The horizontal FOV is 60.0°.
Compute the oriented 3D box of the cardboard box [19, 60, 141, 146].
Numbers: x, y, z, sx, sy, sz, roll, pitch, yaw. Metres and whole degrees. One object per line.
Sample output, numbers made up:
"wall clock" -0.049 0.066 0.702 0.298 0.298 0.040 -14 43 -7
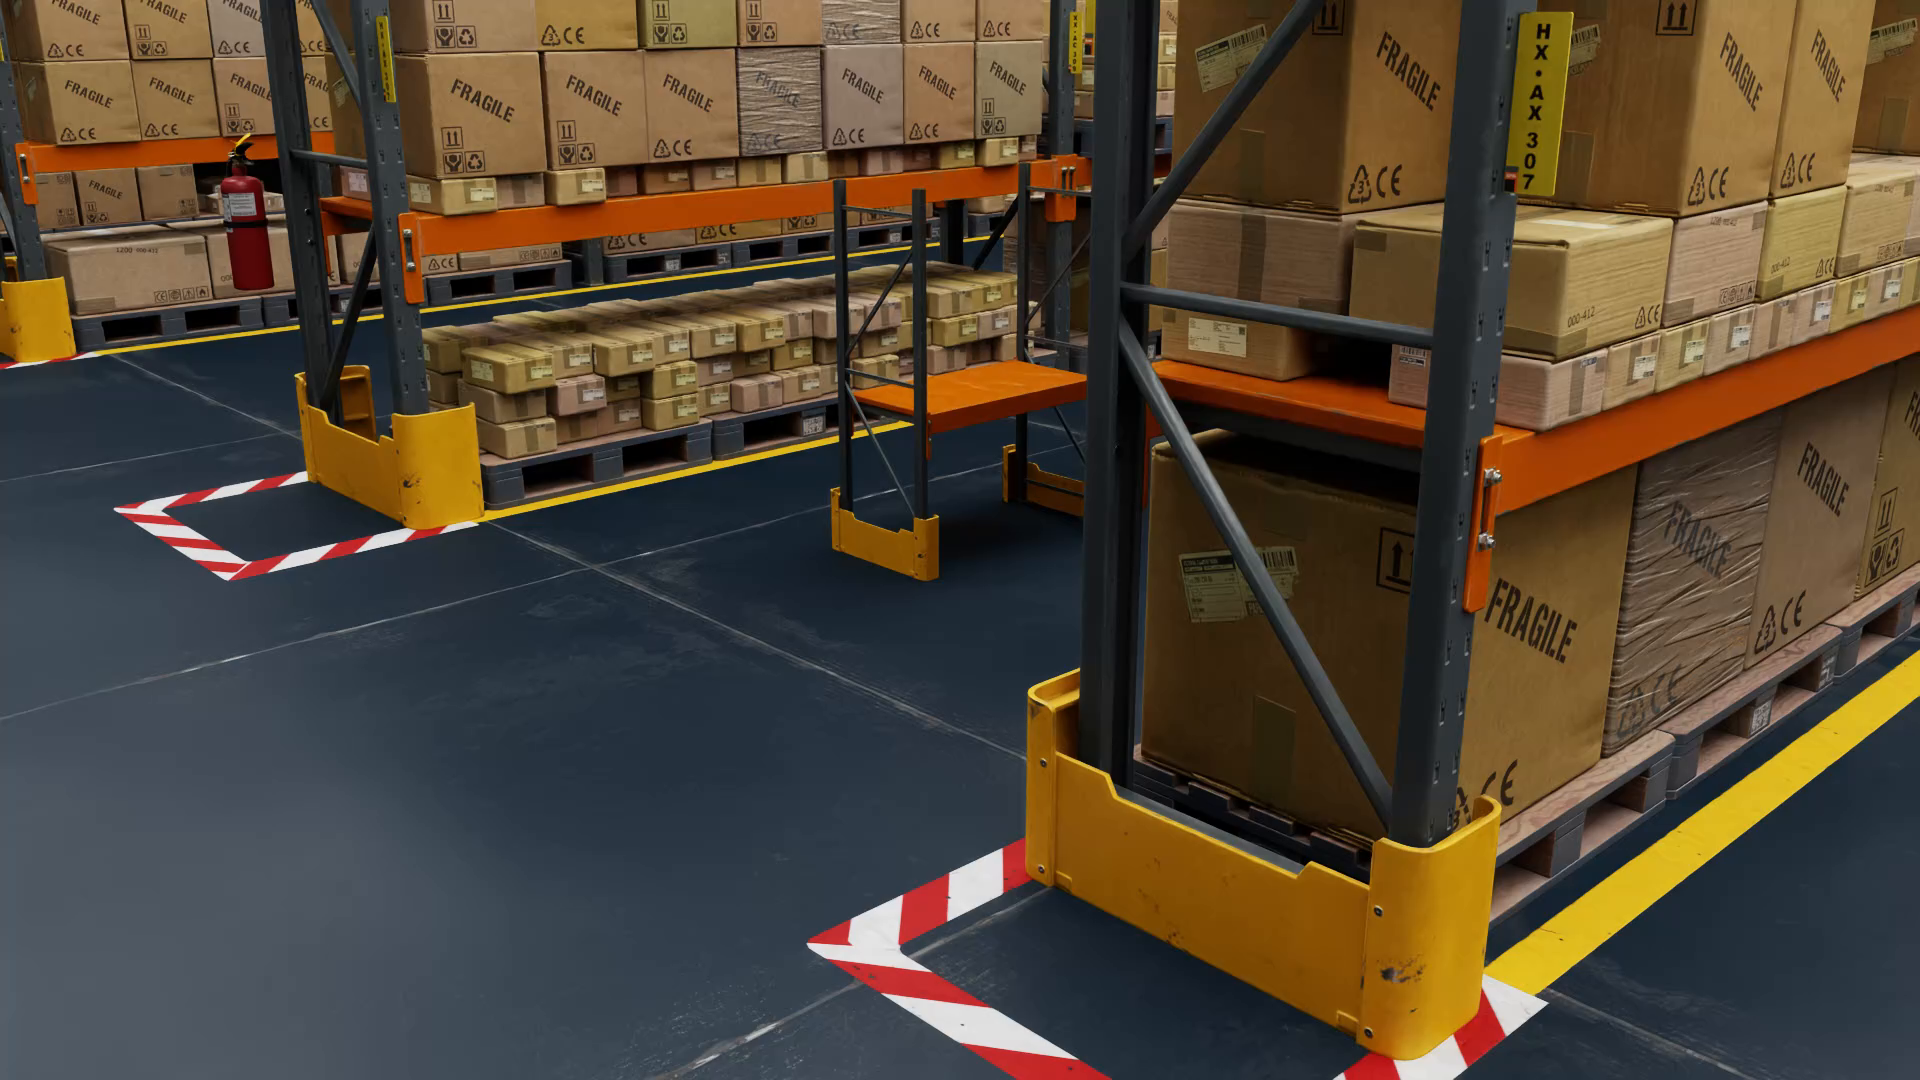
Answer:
"cardboard box" -5.575 -2.784 10.546 0.500 0.500 0.500 -17 24 -41

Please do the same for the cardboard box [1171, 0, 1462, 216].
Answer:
"cardboard box" 0.861 -1.067 3.958 0.500 0.500 0.500 -16 24 -40

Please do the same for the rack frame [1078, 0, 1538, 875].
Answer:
"rack frame" 0.687 -0.478 3.596 0.127 3.000 1.000 -16 24 -41

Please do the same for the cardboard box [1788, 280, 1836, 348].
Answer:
"cardboard box" 2.104 -0.633 4.481 0.250 0.149 0.380 -17 24 -41

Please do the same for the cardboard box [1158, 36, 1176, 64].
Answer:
"cardboard box" 1.060 -2.863 9.713 0.250 0.149 0.380 -15 23 -39

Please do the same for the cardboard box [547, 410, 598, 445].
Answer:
"cardboard box" -1.913 -0.568 7.814 0.250 0.149 0.380 -16 24 -41

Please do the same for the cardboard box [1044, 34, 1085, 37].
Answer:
"cardboard box" 0.612 -3.008 10.160 0.380 0.149 0.250 17 25 42

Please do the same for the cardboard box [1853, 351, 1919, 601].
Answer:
"cardboard box" 3.059 -0.393 6.097 0.875 0.875 0.875 -16 24 -41

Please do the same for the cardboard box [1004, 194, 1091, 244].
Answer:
"cardboard box" 0.627 -2.041 10.571 0.500 0.250 0.500 -17 25 -42

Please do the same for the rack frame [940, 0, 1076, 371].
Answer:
"rack frame" 0.259 -2.459 9.704 0.127 3.000 1.000 -16 24 -41

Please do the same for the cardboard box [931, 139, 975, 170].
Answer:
"cardboard box" -0.135 -2.104 9.018 0.250 0.149 0.380 -15 23 -39

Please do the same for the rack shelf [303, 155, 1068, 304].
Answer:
"rack shelf" -1.194 -1.693 8.508 4.000 0.370 1.077 -16 24 -41

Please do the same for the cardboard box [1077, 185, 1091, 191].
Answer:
"cardboard box" 1.194 -3.779 17.356 0.625 0.372 0.950 -15 23 -39

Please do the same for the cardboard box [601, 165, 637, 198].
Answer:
"cardboard box" -1.704 -1.681 7.712 0.250 0.149 0.380 -15 23 -38

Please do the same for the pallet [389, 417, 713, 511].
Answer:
"pallet" -1.977 -0.465 8.077 1.213 0.211 1.003 -16 24 -41

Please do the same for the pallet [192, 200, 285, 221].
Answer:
"pallet" -7.128 -3.186 16.470 1.213 0.211 1.003 -16 24 -41

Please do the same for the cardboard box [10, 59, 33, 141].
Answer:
"cardboard box" -5.953 -2.908 10.928 0.500 0.500 0.500 -16 24 -41

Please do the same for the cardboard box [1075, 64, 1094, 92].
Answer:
"cardboard box" 0.862 -2.661 9.572 0.250 0.149 0.380 -16 24 -40

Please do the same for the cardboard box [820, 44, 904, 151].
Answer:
"cardboard box" -0.638 -2.267 8.469 0.500 0.500 0.500 -16 24 -41

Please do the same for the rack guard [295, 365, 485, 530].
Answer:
"rack guard" -2.592 -0.438 7.525 0.348 0.500 1.175 -16 24 -41

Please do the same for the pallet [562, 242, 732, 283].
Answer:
"pallet" -2.706 -2.401 14.046 1.213 0.211 1.003 -16 24 -41

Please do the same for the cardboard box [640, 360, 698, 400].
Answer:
"cardboard box" -1.474 -0.797 8.038 0.250 0.149 0.380 -15 23 -39

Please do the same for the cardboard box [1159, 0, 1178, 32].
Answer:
"cardboard box" 2.060 -5.376 17.377 0.500 0.500 0.500 -16 24 -41

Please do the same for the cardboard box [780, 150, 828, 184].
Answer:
"cardboard box" -0.874 -1.879 8.323 0.250 0.149 0.380 -16 24 -40

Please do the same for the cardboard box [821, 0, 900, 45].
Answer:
"cardboard box" -0.650 -2.747 8.329 0.500 0.500 0.500 -15 24 -39

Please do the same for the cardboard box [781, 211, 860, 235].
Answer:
"cardboard box" -1.519 -3.267 14.963 0.875 0.875 0.875 -16 24 -40

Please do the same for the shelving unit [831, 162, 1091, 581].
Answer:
"shelving unit" 0.055 -0.730 6.803 1.083 1.500 0.587 -16 24 -41

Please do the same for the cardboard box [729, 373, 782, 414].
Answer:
"cardboard box" -1.115 -0.760 8.408 0.380 0.149 0.250 16 24 41

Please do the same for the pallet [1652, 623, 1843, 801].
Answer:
"pallet" 2.101 0.404 5.396 1.213 0.211 1.003 -16 24 -41

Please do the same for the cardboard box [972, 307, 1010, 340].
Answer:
"cardboard box" 0.061 -1.246 9.423 0.380 0.149 0.250 16 24 41

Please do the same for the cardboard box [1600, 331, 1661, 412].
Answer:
"cardboard box" 1.357 -0.415 3.807 0.250 0.149 0.380 -17 24 -42

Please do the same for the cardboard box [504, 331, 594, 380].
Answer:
"cardboard box" -1.915 -0.858 7.744 0.250 0.149 0.380 -16 24 -40

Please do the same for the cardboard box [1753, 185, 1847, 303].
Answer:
"cardboard box" 1.962 -0.807 4.371 0.500 0.250 0.500 17 25 42

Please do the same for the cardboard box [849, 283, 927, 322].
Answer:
"cardboard box" -0.397 -1.297 9.098 0.250 0.149 0.380 -15 23 -39

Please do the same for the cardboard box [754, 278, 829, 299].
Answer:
"cardboard box" -0.939 -1.353 9.271 0.250 0.149 0.380 -16 24 -40

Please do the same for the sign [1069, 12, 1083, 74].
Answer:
"sign" 0.638 -2.751 9.201 0.005 0.325 0.100 -16 24 -41

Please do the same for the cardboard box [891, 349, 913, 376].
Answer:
"cardboard box" -0.460 -1.008 9.170 0.250 0.149 0.380 -17 25 -42

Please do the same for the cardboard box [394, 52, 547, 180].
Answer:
"cardboard box" -2.131 -1.833 7.131 0.500 0.500 0.500 -15 23 -38

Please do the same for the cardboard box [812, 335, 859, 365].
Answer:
"cardboard box" -0.752 -1.043 8.798 0.380 0.149 0.250 17 24 41

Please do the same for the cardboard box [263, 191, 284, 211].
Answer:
"cardboard box" -6.831 -3.318 16.296 0.380 0.149 0.250 17 25 42

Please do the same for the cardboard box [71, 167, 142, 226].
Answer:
"cardboard box" -7.924 -3.192 15.337 0.500 0.500 0.500 -16 24 -40

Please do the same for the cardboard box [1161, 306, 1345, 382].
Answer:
"cardboard box" 0.720 -0.508 4.095 0.250 0.149 0.380 -16 24 -40

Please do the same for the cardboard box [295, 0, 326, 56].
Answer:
"cardboard box" -4.476 -3.588 11.404 0.500 0.500 0.500 -16 24 -41

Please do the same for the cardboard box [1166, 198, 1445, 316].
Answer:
"cardboard box" 0.857 -0.710 4.073 0.500 0.250 0.500 -17 24 -42

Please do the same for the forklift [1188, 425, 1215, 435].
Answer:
"forklift" 2.600 -2.001 8.404 3.031 2.935 1.130 -14 22 -36

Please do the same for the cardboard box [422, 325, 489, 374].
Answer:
"cardboard box" -2.437 -0.907 7.895 0.250 0.149 0.380 -16 24 -40

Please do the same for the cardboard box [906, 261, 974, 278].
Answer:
"cardboard box" -0.133 -1.559 9.906 0.250 0.149 0.380 -15 23 -39

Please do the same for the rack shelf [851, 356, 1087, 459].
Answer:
"rack shelf" 0.062 -0.560 6.865 1.000 0.185 0.538 -16 24 -41

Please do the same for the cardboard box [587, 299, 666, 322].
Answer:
"cardboard box" -1.725 -1.140 8.616 0.250 0.149 0.380 -15 23 -39

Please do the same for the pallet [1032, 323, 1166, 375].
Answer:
"pallet" 0.824 -1.298 10.644 1.213 0.211 1.003 -16 24 -41

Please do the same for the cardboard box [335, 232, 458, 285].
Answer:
"cardboard box" -4.395 -2.229 12.469 0.875 0.438 0.875 17 25 42

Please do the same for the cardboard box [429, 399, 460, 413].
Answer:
"cardboard box" -2.408 -0.613 7.953 0.250 0.149 0.380 -16 24 -40

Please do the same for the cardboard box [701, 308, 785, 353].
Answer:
"cardboard box" -1.090 -1.056 8.355 0.250 0.149 0.380 -16 24 -40

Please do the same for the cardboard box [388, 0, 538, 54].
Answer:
"cardboard box" -2.139 -2.311 6.985 0.500 0.500 0.500 -16 24 -41
